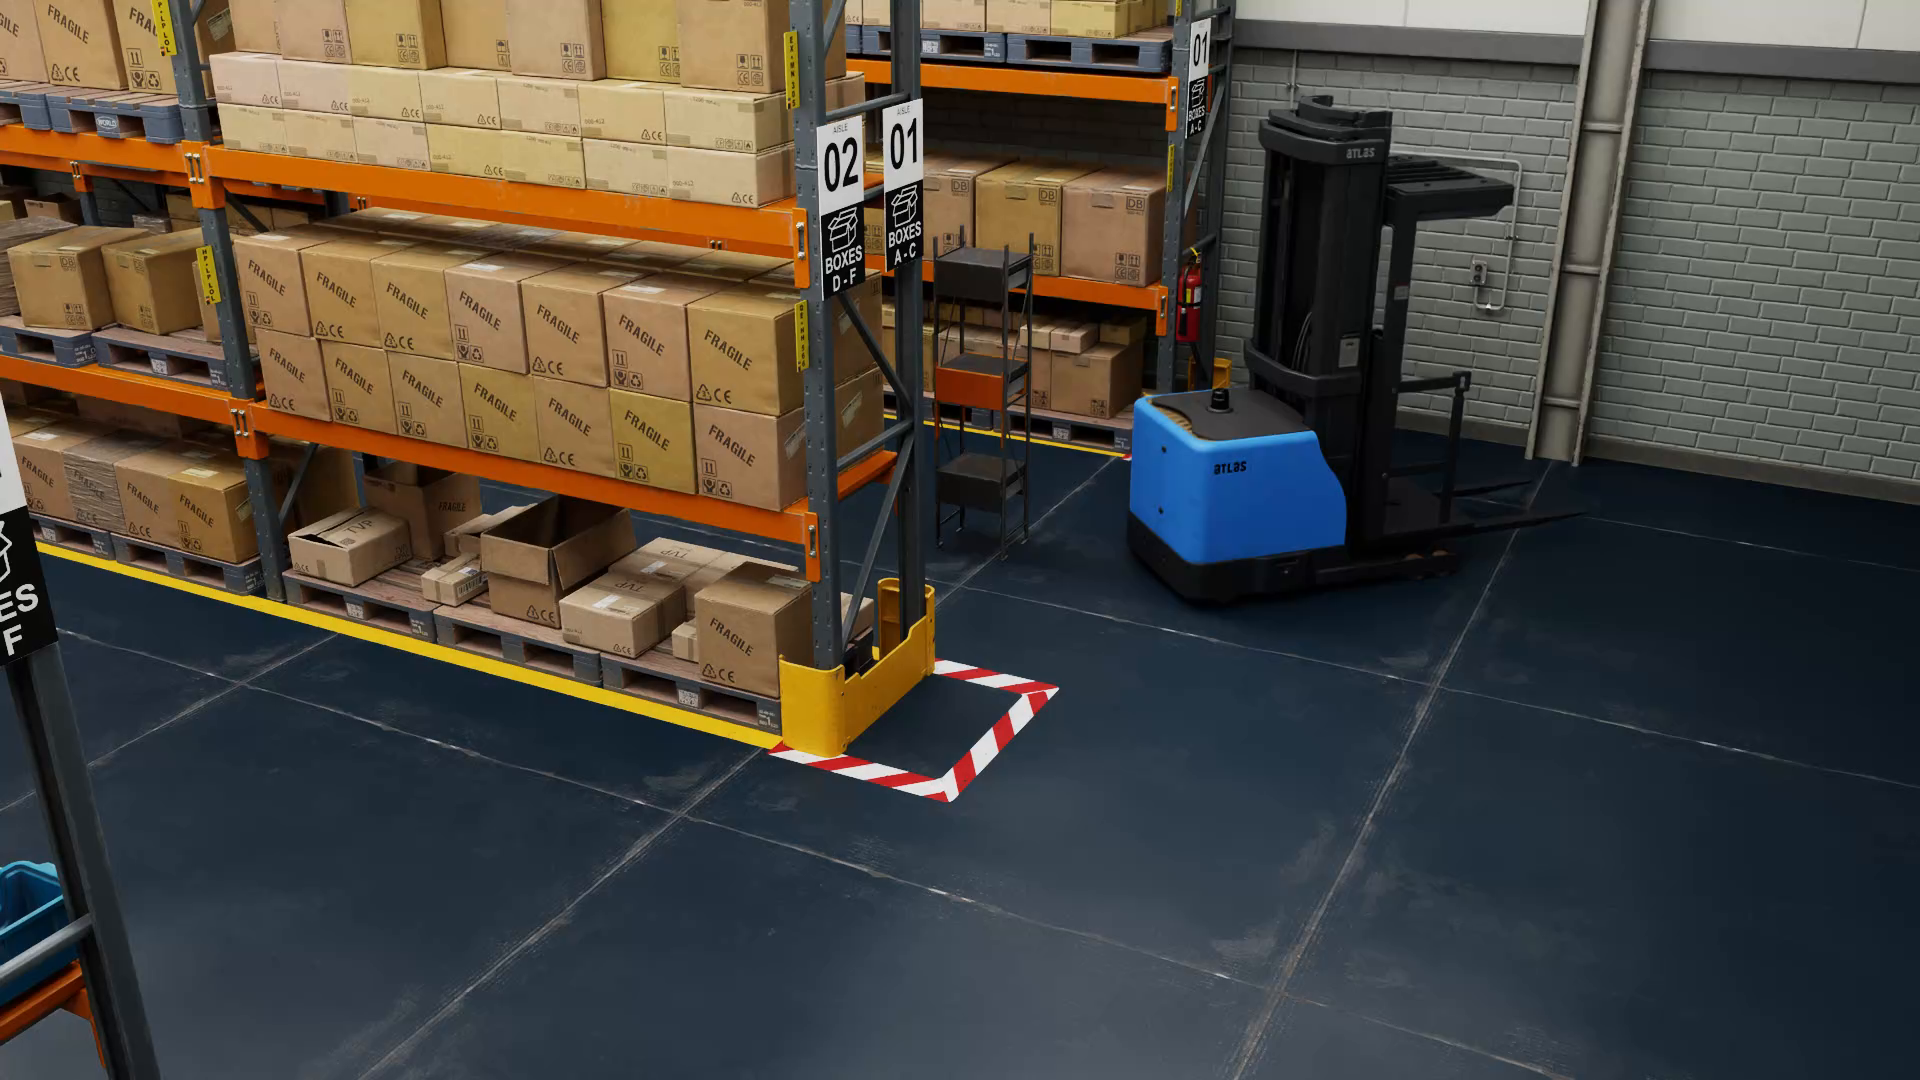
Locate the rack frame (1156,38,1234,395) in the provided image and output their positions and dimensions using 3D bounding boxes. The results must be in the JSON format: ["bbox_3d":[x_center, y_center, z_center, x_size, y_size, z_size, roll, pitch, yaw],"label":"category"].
[{"bbox_3d":[1.762,-2.196,12.581,0.127,3.000,1.000,11,25,25],"label":"rack frame"}]

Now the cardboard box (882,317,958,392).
[{"bbox_3d":[-0.283,-1.596,13.828,0.500,0.500,0.700,12,26,26],"label":"cardboard box"}]

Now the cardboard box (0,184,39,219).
[{"bbox_3d":[-10.799,-3.672,18.684,0.500,0.500,0.700,10,25,21],"label":"cardboard box"}]

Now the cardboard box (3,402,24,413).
[{"bbox_3d":[-6.862,-0.659,11.599,0.500,0.500,0.500,10,25,23],"label":"cardboard box"}]

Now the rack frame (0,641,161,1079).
[{"bbox_3d":[-2.708,1.264,4.445,0.127,3.000,1.000,11,25,25],"label":"rack frame"}]

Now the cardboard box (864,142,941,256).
[{"bbox_3d":[-0.682,-2.808,13.637,0.700,0.700,0.980,11,25,23],"label":"cardboard box"}]

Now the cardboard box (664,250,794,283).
[{"bbox_3d":[-1.217,-1.231,8.907,0.500,0.500,0.500,11,26,25],"label":"cardboard box"}]

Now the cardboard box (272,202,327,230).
[{"bbox_3d":[-6.524,-3.237,16.703,0.500,0.250,0.500,12,26,26],"label":"cardboard box"}]

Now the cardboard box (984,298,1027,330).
[{"bbox_3d":[0.391,-1.852,13.601,0.250,0.149,0.380,12,26,25],"label":"cardboard box"}]

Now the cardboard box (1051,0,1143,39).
[{"bbox_3d":[0.989,-3.783,12.008,0.500,0.250,0.500,12,26,26],"label":"cardboard box"}]

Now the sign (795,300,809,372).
[{"bbox_3d":[-0.738,-0.953,7.775,0.005,0.325,0.100,11,25,25],"label":"sign"}]

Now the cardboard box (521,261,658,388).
[{"bbox_3d":[-1.907,-1.133,8.675,0.500,0.500,0.500,12,26,26],"label":"cardboard box"}]

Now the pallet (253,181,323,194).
[{"bbox_3d":[-6.061,-3.609,16.148,1.003,0.211,1.213,11,25,25],"label":"pallet"}]

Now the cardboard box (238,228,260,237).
[{"bbox_3d":[-6.907,-2.979,17.054,0.500,0.500,0.700,11,25,24],"label":"cardboard box"}]

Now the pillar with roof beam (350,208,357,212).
[{"bbox_3d":[-8.090,-5.397,12.443,0.400,9.000,9.100,11,25,25],"label":"pillar with roof beam"}]

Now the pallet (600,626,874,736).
[{"bbox_3d":[-1.249,0.664,9.419,1.213,0.211,1.003,11,25,25],"label":"pallet"}]

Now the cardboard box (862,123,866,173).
[{"bbox_3d":[-0.813,-1.956,8.376,0.500,0.250,0.500,11,25,25],"label":"cardboard box"}]

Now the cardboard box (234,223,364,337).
[{"bbox_3d":[-3.746,-1.496,9.530,0.500,0.500,0.500,12,26,26],"label":"cardboard box"}]

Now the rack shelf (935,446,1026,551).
[{"bbox_3d":[0.148,-0.280,11.050,0.480,0.518,0.431,11,25,25],"label":"rack shelf"}]

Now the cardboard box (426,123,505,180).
[{"bbox_3d":[-2.379,-2.045,8.585,0.500,0.250,0.500,11,25,25],"label":"cardboard box"}]

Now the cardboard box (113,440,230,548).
[{"bbox_3d":[-5.046,-0.301,10.757,0.500,0.500,0.500,11,26,25],"label":"cardboard box"}]

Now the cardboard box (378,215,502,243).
[{"bbox_3d":[-3.013,-1.589,9.749,0.500,0.500,0.500,11,25,24],"label":"cardboard box"}]

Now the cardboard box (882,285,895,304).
[{"bbox_3d":[-0.520,-2.032,14.024,0.250,0.149,0.380,10,25,23],"label":"cardboard box"}]

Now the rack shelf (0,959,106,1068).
[{"bbox_3d":[-4.493,1.242,5.416,4.000,0.370,1.077,11,25,25],"label":"rack shelf"}]

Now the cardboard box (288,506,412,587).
[{"bbox_3d":[-3.762,0.013,10.260,0.500,0.311,0.500,11,25,25],"label":"cardboard box"}]

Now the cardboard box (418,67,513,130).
[{"bbox_3d":[-2.383,-2.272,8.480,0.500,0.250,0.500,11,25,25],"label":"cardboard box"}]

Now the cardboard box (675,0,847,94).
[{"bbox_3d":[-0.936,-2.437,7.909,0.500,0.500,0.700,11,25,25],"label":"cardboard box"}]

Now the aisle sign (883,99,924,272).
[{"bbox_3d":[-0.276,-1.752,8.215,0.004,0.787,0.394,11,25,25],"label":"aisle sign"}]

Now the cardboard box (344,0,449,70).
[{"bbox_3d":[-2.757,-2.762,8.673,0.500,0.500,0.700,11,25,25],"label":"cardboard box"}]

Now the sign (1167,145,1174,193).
[{"bbox_3d":[1.505,-2.651,11.868,0.005,0.325,0.100,11,25,25],"label":"sign"}]

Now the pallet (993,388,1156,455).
[{"bbox_3d":[1.013,-1.027,13.394,1.213,0.211,1.003,11,25,25],"label":"pallet"}]

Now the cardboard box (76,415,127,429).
[{"bbox_3d":[-5.736,-0.665,11.612,0.500,0.500,0.500,10,25,23],"label":"cardboard box"}]

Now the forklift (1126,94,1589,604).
[{"bbox_3d":[2.676,-1.280,10.514,3.031,2.935,1.130,-7,24,-17],"label":"forklift"}]

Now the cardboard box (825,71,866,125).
[{"bbox_3d":[-0.811,-2.188,8.283,0.500,0.250,0.500,11,25,25],"label":"cardboard box"}]

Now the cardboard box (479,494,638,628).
[{"bbox_3d":[-2.360,0.105,9.799,0.637,0.503,0.797,11,25,25],"label":"cardboard box"}]

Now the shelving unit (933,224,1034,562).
[{"bbox_3d":[0.148,-0.937,10.770,0.503,2.100,0.431,11,25,25],"label":"shelving unit"}]

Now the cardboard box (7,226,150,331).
[{"bbox_3d":[-5.644,-1.701,10.753,0.500,0.500,0.700,5,24,11],"label":"cardboard box"}]

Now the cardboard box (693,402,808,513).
[{"bbox_3d":[-0.992,-0.495,8.454,0.500,0.500,0.500,12,26,26],"label":"cardboard box"}]

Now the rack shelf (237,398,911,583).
[{"bbox_3d":[-2.255,-0.487,9.482,4.000,0.370,1.077,11,25,25],"label":"rack shelf"}]

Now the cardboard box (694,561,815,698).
[{"bbox_3d":[-1.066,0.473,8.938,0.500,0.500,0.500,11,25,25],"label":"cardboard box"}]

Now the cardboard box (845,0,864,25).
[{"bbox_3d":[-0.862,-4.144,12.856,0.500,0.250,0.500,11,25,23],"label":"cardboard box"}]

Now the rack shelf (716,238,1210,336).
[{"bbox_3d":[-0.023,-2.218,13.552,4.000,0.370,1.077,11,25,25],"label":"rack shelf"}]

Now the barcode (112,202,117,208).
[{"bbox_3d":[-9.321,-3.693,18.325,0.075,0.075,0.001,11,25,25],"label":"barcode"}]

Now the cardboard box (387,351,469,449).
[{"bbox_3d":[-2.804,-0.854,9.297,0.500,0.500,0.500,11,25,24],"label":"cardboard box"}]

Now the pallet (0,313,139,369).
[{"bbox_3d":[-5.871,-1.448,11.067,1.213,0.211,1.003,11,25,25],"label":"pallet"}]

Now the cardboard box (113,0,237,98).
[{"bbox_3d":[-4.456,-2.952,9.733,0.600,0.600,0.600,9,25,20],"label":"cardboard box"}]
